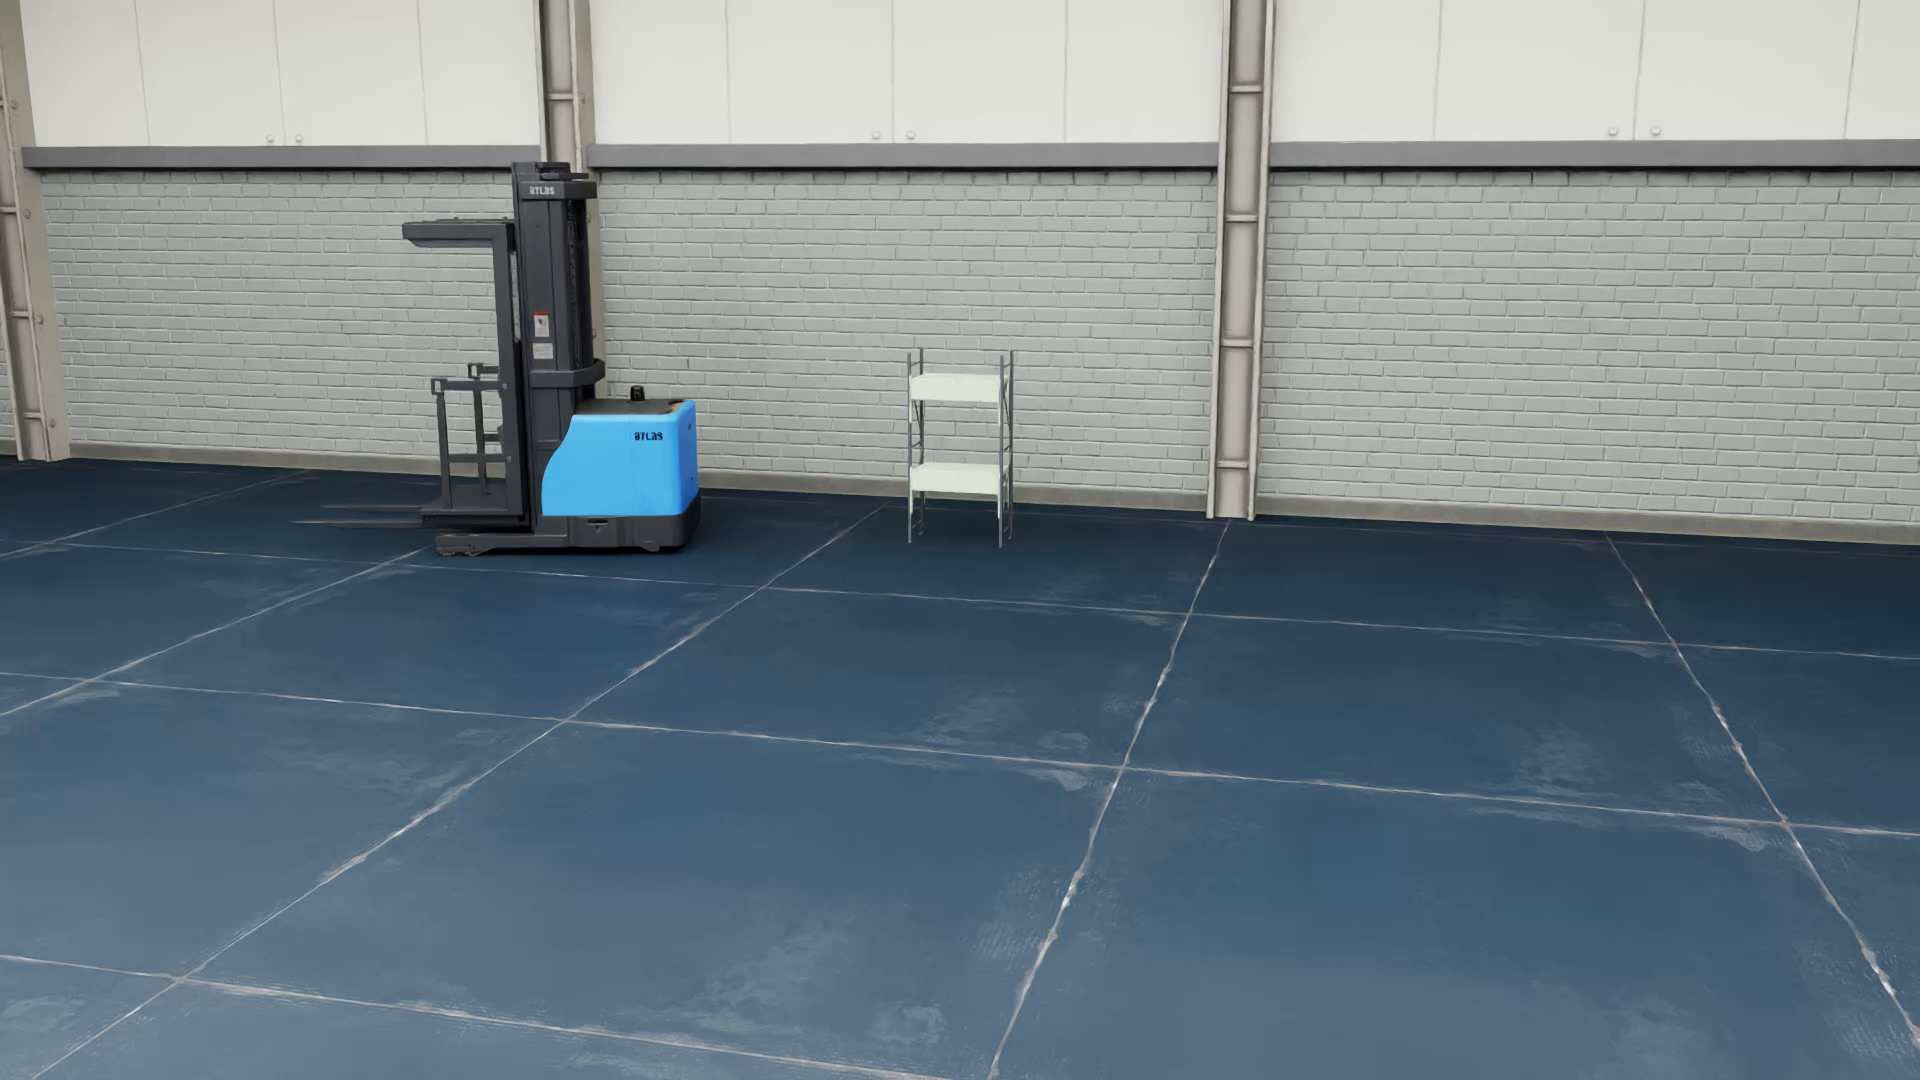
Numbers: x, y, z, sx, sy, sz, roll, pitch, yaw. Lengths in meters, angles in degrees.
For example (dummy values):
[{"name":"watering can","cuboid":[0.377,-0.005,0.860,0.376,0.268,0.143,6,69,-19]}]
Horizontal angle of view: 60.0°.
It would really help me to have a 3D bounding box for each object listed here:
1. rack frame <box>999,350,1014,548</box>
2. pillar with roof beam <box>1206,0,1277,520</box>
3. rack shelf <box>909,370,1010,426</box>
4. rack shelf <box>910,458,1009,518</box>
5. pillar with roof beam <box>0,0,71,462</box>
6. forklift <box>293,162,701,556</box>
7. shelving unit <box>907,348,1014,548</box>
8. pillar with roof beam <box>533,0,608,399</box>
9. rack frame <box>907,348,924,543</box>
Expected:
[{"name":"rack frame","cuboid":[0.362,-0.713,12.984,0.023,1.500,0.400,3,13,14]},{"name":"pillar with roof beam","cuboid":[1.283,-3.696,9.116,0.400,9.000,9.100,3,13,14]},{"name":"rack shelf","cuboid":[0.006,-1.113,12.985,0.720,0.370,0.431,3,13,14]},{"name":"rack shelf","cuboid":[0.006,-0.414,13.140,0.720,0.370,0.431,3,13,14]},{"name":"pillar with roof beam","cuboid":[-10.367,-4.318,11.922,0.400,9.000,9.100,3,13,14]},{"name":"forklift","cuboid":[-3.630,-1.423,12.880,3.031,2.935,1.130,0,13,-1]},{"name":"shelving unit","cuboid":[0.006,-0.732,13.070,0.755,1.500,0.431,3,13,14]},{"name":"pillar with roof beam","cuboid":[-4.542,-4.007,10.519,0.400,9.000,9.100,3,13,14]},{"name":"rack frame","cuboid":[-0.349,-0.751,13.155,0.023,1.500,0.400,3,13,14]}]
